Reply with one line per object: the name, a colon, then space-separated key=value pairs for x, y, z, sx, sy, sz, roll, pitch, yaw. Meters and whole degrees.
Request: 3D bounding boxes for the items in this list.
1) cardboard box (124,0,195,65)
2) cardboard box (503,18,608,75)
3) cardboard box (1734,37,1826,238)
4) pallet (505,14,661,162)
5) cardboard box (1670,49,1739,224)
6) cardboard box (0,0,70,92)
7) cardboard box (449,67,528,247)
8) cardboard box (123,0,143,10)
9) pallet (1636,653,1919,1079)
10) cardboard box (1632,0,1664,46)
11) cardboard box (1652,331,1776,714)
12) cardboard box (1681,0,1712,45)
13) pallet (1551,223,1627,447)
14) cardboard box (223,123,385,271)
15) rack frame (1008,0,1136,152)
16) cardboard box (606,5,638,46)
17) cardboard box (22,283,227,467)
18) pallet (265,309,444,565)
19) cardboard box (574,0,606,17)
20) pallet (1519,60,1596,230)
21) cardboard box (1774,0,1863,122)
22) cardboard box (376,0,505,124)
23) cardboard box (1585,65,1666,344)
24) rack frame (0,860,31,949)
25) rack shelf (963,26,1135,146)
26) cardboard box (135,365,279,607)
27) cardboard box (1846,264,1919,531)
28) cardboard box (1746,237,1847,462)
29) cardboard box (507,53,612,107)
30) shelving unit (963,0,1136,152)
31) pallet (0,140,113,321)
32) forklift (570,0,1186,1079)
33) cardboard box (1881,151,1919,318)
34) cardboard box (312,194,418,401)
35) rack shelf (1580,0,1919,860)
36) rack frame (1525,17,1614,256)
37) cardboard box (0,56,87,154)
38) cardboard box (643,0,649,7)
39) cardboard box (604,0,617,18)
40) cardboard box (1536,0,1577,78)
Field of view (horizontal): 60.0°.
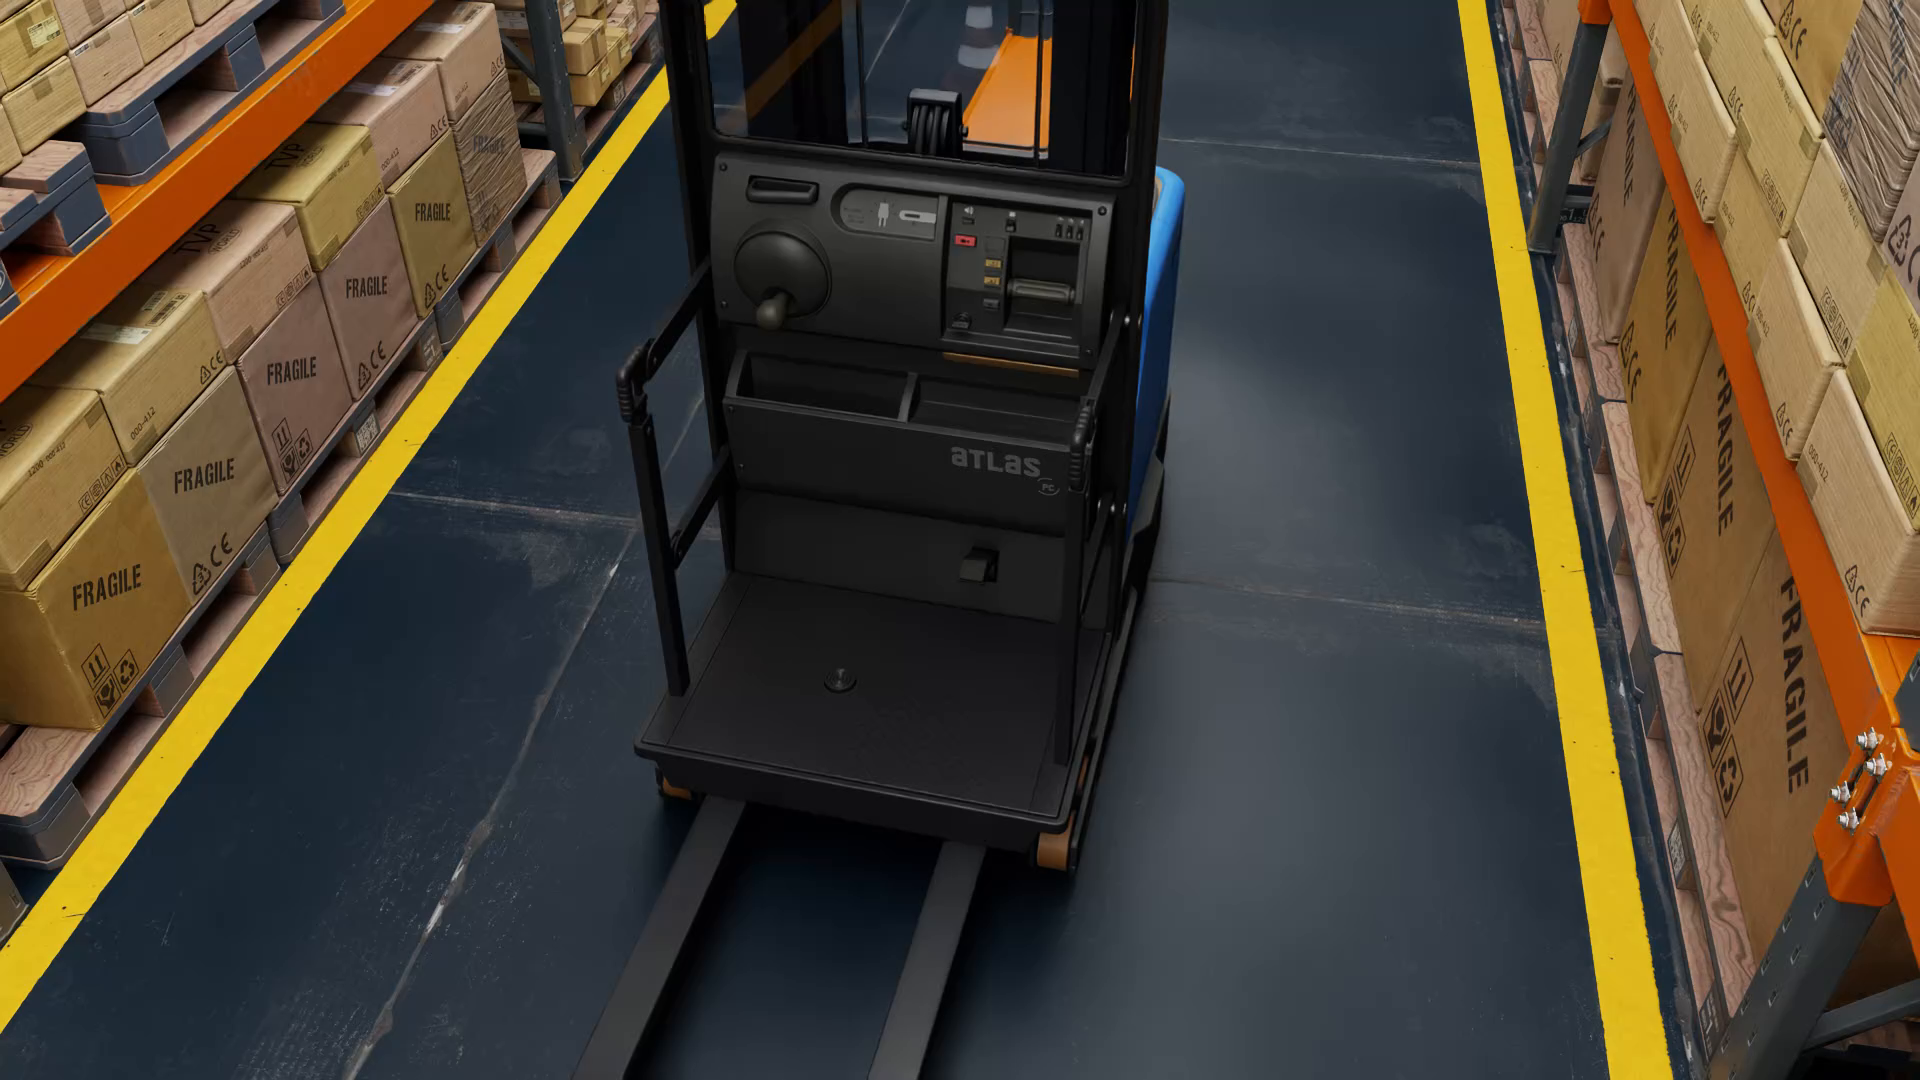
cardboard box: x=-2.313 y=-1.409 z=4.468 sx=0.380 sy=0.149 sz=0.250 roll=7 pitch=40 yaw=8
cardboard box: x=-1.746 y=-2.134 z=7.151 sx=0.380 sy=0.149 sz=0.250 roll=8 pitch=40 yaw=10
cardboard box: x=2.064 y=-0.884 z=3.690 sx=0.500 sy=0.250 sz=0.500 roll=5 pitch=40 yaw=7
pallet: x=-2.043 y=-2.115 z=7.642 sx=1.003 sy=0.211 sz=1.213 roll=6 pitch=40 yaw=8
cardboard box: x=2.145 y=-1.019 z=4.246 sx=0.500 sy=0.250 sz=0.500 roll=6 pitch=40 yaw=7
cardboard box: x=-2.404 y=-1.211 z=3.995 sx=0.380 sy=0.149 sz=0.250 roll=7 pitch=40 yaw=8
cardboard box: x=-2.004 y=-1.470 z=6.306 sx=0.500 sy=0.500 sz=0.500 roll=6 pitch=40 yaw=7
cardboard box: x=-2.313 y=-1.523 z=4.372 sx=0.380 sy=0.149 sz=0.250 roll=6 pitch=40 yaw=7
pallet: x=2.287 y=0.817 z=4.096 sx=1.003 sy=0.211 sz=1.213 roll=6 pitch=40 yaw=8
cardboard box: x=2.345 y=-1.652 z=5.011 sx=0.500 sy=0.250 sz=0.500 roll=5 pitch=40 yaw=7
cardboard box: x=2.436 y=-0.098 z=4.352 sx=0.875 sy=0.875 sz=0.875 roll=7 pitch=40 yaw=8
cardboard box: x=2.239 y=-1.527 z=4.469 sx=0.500 sy=0.250 sz=0.500 roll=7 pitch=40 yaw=8
pallet: x=2.709 y=-0.714 z=5.948 sx=1.003 sy=0.211 sz=1.213 roll=6 pitch=40 yaw=8
cardboard box: x=-2.184 y=-1.102 z=5.272 sx=0.500 sy=0.250 sz=0.500 roll=5 pitch=40 yaw=6
rack frame: x=0.418 y=-1.455 z=6.127 sx=0.500 sy=1.125 sz=0.032 roll=9 pitch=40 yaw=11
cardboard box: x=-1.707 y=-2.349 z=7.645 sx=0.380 sy=0.149 sz=0.250 roll=6 pitch=40 yaw=7
cardboard box: x=-2.371 y=-0.465 z=4.502 sx=0.500 sy=0.250 sz=0.500 roll=6 pitch=40 yaw=7
pallet: x=-2.466 y=-0.433 z=5.607 sx=1.003 sy=0.211 sz=1.213 roll=6 pitch=40 yaw=8
cardboard box: x=-1.754 y=-2.416 z=7.259 sx=0.380 sy=0.149 sz=0.250 roll=8 pitch=40 yaw=10
pallet: x=2.977 y=-1.675 z=7.111 sx=1.003 sy=0.211 sz=1.213 roll=6 pitch=40 yaw=8
cardboard box: x=2.082 y=-1.182 z=3.463 sx=0.500 sy=0.500 sz=0.500 roll=6 pitch=40 yaw=8
cardboard box: x=-2.004 y=-1.756 z=6.064 sx=0.500 sy=0.250 sz=0.500 roll=5 pitch=40 yaw=6
cardboard box: x=2.740 y=-1.227 z=5.717 sx=0.875 sy=0.875 sz=0.875 roll=8 pitch=40 yaw=9
rack frame: x=-2.816 y=-0.254 z=3.203 sx=1.000 sy=3.000 sz=0.127 roll=6 pitch=40 yaw=8
rack shelf: x=0.297 y=-1.366 z=5.560 sx=0.538 sy=0.278 sz=1.000 roll=9 pitch=40 yaw=11
cardboard box: x=-2.359 y=-0.184 z=4.750 sx=0.500 sy=0.500 sz=0.500 roll=7 pitch=40 yaw=8
cardboard box: x=1.910 y=-0.238 z=2.909 sx=0.500 sy=0.250 sz=0.500 roll=6 pitch=40 yaw=8
cardboard box: x=1.981 y=-0.382 z=3.475 sx=0.500 sy=0.250 sz=0.500 roll=7 pitch=40 yaw=8
cardboard box: x=-1.745 y=-2.020 z=7.247 sx=0.380 sy=0.149 sz=0.250 roll=5 pitch=40 yaw=6
shelving unit: x=0.297 y=-1.141 z=5.747 sx=0.538 sy=1.125 sz=1.048 roll=9 pitch=40 yaw=11
pallet: x=-2.798 y=-0.639 z=3.819 sx=1.213 sy=0.211 sz=1.003 roll=6 pitch=40 yaw=8
forklift: x=-0.169 y=-0.562 z=3.630 sx=1.130 sy=2.935 sz=3.031 roll=9 pitch=40 yaw=11
cardboard box: x=1.908 y=-0.548 z=2.696 sx=0.500 sy=0.500 sz=0.500 roll=5 pitch=40 yaw=6
cardboard box: x=-2.186 y=-0.827 z=5.528 sx=0.500 sy=0.500 sz=0.500 roll=6 pitch=40 yaw=7
rack shelf: x=2.423 y=-0.749 z=4.367 sx=1.077 sy=0.370 sz=4.000 roll=6 pitch=40 yaw=8
rack frame: x=2.769 y=-2.281 z=5.655 sx=1.000 sy=3.000 sz=0.127 roll=6 pitch=40 yaw=8
cardboard box: x=-2.402 y=-1.084 z=4.075 sx=0.380 sy=0.149 sz=0.250 roll=8 pitch=40 yaw=10
cardboard box: x=-1.700 y=-2.686 z=8.053 sx=0.380 sy=0.149 sz=0.250 roll=5 pitch=40 yaw=6
cardboard box: x=-1.784 y=-2.459 z=7.545 sx=0.380 sy=0.149 sz=0.250 roll=6 pitch=40 yaw=7
cardboard box: x=3.137 y=-2.400 z=7.480 sx=0.875 sy=0.438 sz=0.875 roll=5 pitch=40 yaw=6
